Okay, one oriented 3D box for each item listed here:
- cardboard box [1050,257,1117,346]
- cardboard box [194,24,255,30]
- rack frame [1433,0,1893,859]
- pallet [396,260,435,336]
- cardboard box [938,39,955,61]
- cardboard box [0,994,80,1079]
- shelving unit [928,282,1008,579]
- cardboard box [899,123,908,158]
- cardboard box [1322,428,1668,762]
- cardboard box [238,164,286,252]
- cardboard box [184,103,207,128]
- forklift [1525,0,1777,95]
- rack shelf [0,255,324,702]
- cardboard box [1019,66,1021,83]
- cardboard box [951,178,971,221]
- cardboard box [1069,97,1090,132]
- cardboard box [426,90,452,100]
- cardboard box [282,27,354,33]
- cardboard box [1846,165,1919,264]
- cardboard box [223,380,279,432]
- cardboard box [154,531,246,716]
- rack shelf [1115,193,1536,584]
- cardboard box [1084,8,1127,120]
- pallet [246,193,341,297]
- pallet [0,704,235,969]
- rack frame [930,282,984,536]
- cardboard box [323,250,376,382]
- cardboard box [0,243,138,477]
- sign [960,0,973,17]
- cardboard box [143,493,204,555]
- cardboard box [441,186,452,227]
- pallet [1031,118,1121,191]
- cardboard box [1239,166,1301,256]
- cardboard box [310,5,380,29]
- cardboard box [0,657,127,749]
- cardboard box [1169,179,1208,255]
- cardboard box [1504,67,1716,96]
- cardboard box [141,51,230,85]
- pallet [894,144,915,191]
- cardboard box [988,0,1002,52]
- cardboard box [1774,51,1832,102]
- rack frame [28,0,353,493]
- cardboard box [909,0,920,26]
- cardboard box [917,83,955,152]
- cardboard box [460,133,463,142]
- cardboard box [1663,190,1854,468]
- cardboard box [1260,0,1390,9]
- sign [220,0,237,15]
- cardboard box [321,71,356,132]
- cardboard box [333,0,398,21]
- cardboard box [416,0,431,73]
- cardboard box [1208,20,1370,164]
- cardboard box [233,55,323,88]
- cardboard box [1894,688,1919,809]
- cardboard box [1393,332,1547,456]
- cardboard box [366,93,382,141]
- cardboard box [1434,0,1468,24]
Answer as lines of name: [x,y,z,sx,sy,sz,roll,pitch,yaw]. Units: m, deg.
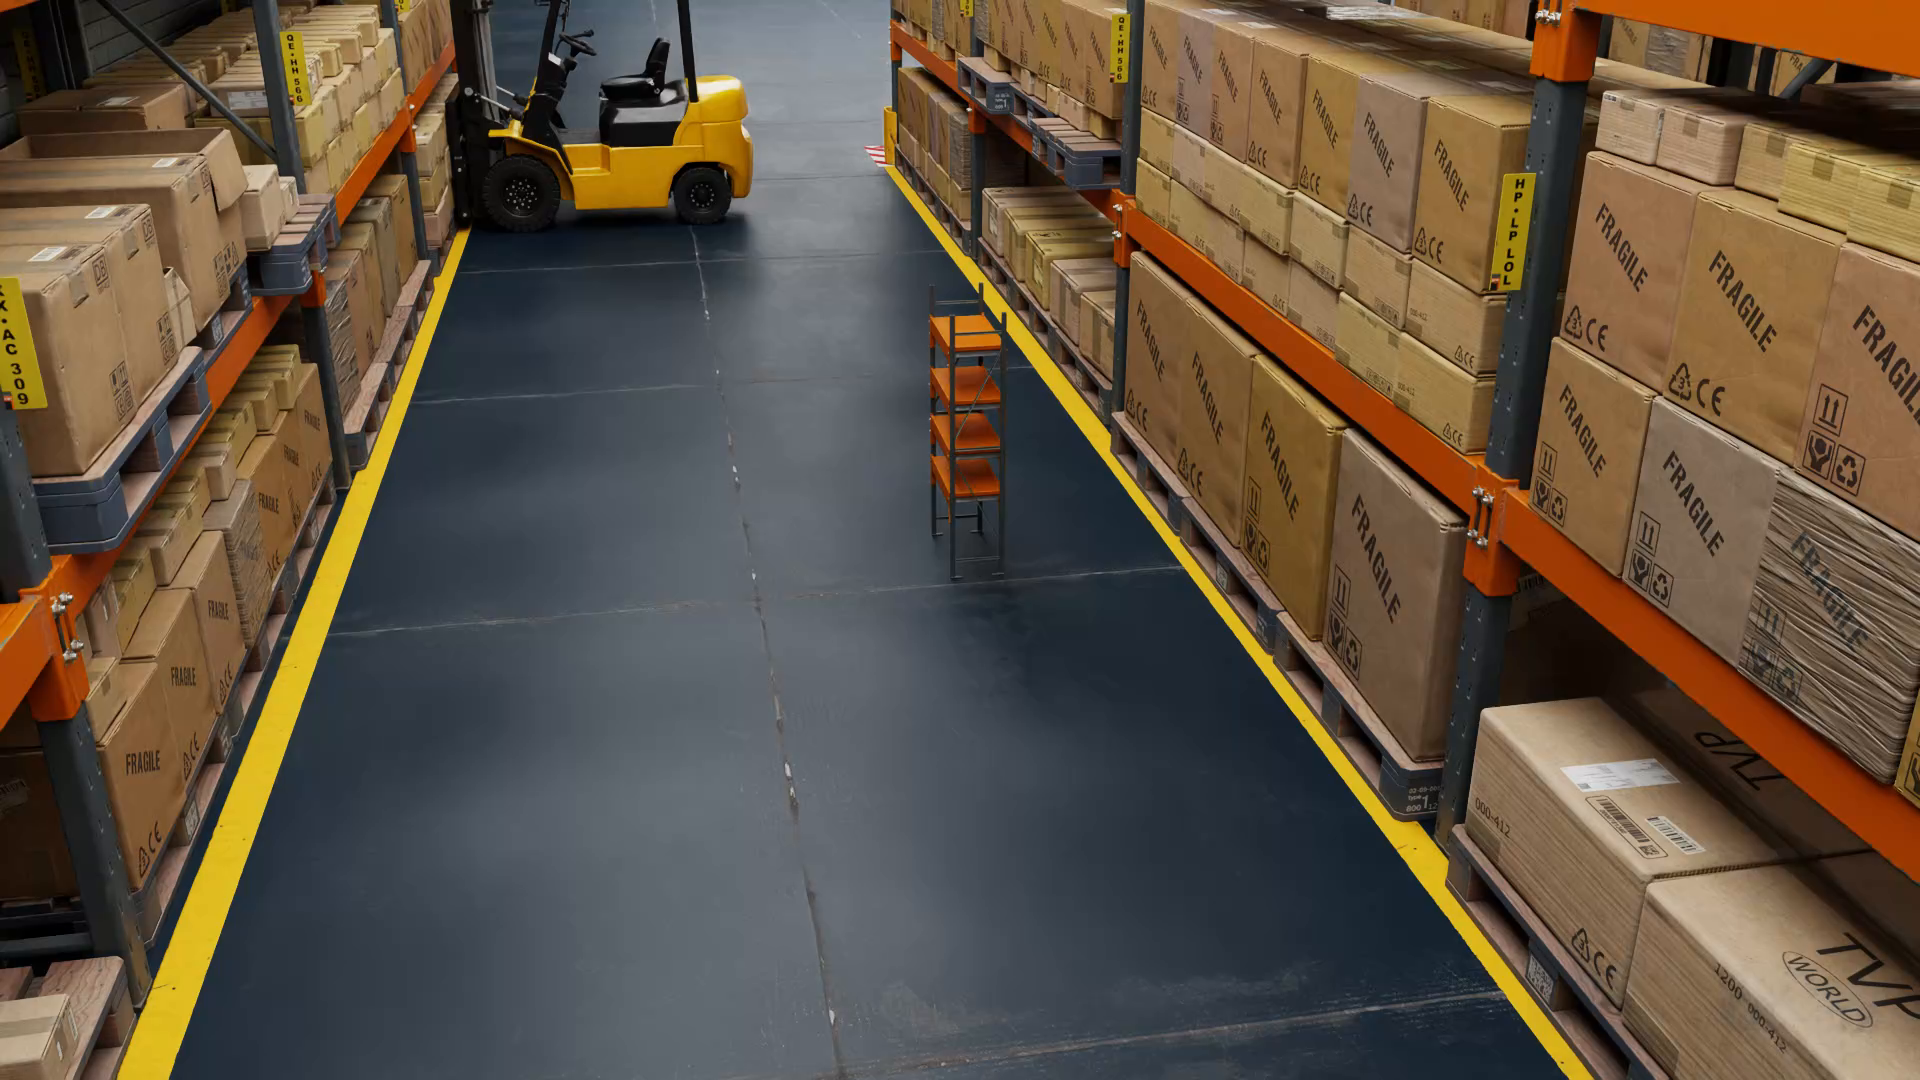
cardboard box: [1.084,-1.474,10.135,0.950,0.372,0.625,-5,24,-11]
cardboard box: [-4.307,-2.960,9.844,0.380,0.149,0.250,-4,24,-10]
rack frame: [2.063,-0.399,4.917,1.000,3.000,0.127,-4,24,-10]
pallet: [-4.119,-1.612,11.178,1.003,0.211,1.213,-4,24,-10]
cardboard box: [0.034,-3.934,13.324,0.380,0.149,0.250,-5,24,-11]
cardboard box: [-2.423,1.281,4.107,0.380,0.149,0.250,-5,24,-11]
shelving unit: [0.031,-0.485,7.361,0.258,1.200,0.503,-4,24,-10]
cardboard box: [-0.279,-3.714,15.417,0.500,0.250,0.500,-5,24,-10]
cardboard box: [1.870,0.144,5.803,0.875,0.875,0.875,-4,24,-8]
cardboard box: [-3.041,-1.337,6.725,0.500,0.250,0.500,-5,24,-12]
cardboard box: [-3.910,-1.920,7.962,0.500,0.250,0.500,-4,24,-9]
forklift: [3.272,-1.783,8.170,1.130,2.935,3.031,9,25,19]
rack shelf: [-3.184,-0.487,6.017,1.077,0.370,4.000,-4,24,-10]
cardboard box: [0.591,-2.976,10.606,0.380,0.149,0.250,-4,24,-9]
cardboard box: [0.210,-2.691,13.075,0.500,0.250,0.500,-3,24,-7]
cardboard box: [0.820,-2.357,9.189,0.380,0.149,0.250,-5,24,-10]
cardboard box: [-4.438,-3.585,13.872,0.500,0.250,0.500,-4,24,-9]
cardboard box: [-3.747,-2.902,9.711,0.380,0.149,0.250,-4,24,-9]
cardboard box: [2.025,-0.651,3.309,0.380,0.149,0.250,-5,24,-11]
cardboard box: [-3.128,-0.561,7.074,0.380,0.149,0.250,-5,24,-12]
cardboard box: [-2.879,0.310,5.890,0.500,0.500,0.500,-5,24,-11]
rack shelf: [1.693,-0.856,6.862,1.077,0.370,4.000,-4,24,-10]
cardboard box: [0.966,-2.505,8.718,0.500,0.500,0.500,-5,24,-11]
pallet: [-3.360,-1.254,7.114,1.213,0.211,1.003,-4,24,-10]
pallet: [-3.002,0.930,5.356,1.003,0.211,1.213,-4,24,-10]
rack frame: [-0.014,-0.581,7.581,0.240,1.200,0.015,-4,24,-10]
cardboard box: [-3.785,-1.211,9.217,0.875,0.625,0.625,-4,24,-8]
cardboard box: [-2.684,-0.476,4.442,0.700,0.500,0.500,-4,24,-8]
sign: [0.052,-3.900,11.849,0.100,0.325,0.005,-4,24,-10]
cardboard box: [-2.922,-0.044,5.892,0.380,0.149,0.250,-3,24,-8]
cardboard box: [-4.167,-2.523,12.690,0.500,0.250,0.500,-5,24,-11]
pallet: [1.087,-2.157,9.181,1.213,0.211,1.003,-4,24,-10]
cardboard box: [1.430,-1.315,6.575,0.500,0.250,0.500,-4,24,-9]
cardboard box: [-4.012,-3.402,10.857,0.380,0.149,0.250,-3,24,-8]
cardboard box: [-2.619,0.465,4.727,0.380,0.149,0.250,-3,24,-7]
cardboard box: [1.279,-1.492,7.606,0.500,0.250,0.500,-5,24,-11]
cardboard box: [2.143,-1.296,5.595,0.500,0.500,0.500,-4,24,-10]
cardboard box: [-4.045,-2.461,8.701,0.380,0.149,0.250,-4,24,-10]
pallet: [-0.026,-3.489,15.476,1.003,0.211,1.213,-4,24,-10]
cardboard box: [0.482,-3.518,11.036,0.500,0.500,0.500,-4,24,-10]
cardboard box: [5.639,-2.975,10.689,0.500,0.500,0.500,-5,24,-11]
rack frame: [-3.554,-1.604,7.674,1.000,3.000,0.127,-4,24,-10]
cardboard box: [-0.147,-4.691,14.246,0.500,0.500,0.500,-5,24,-11]
cardboard box: [-0.088,-3.645,14.322,0.500,0.500,0.500,-4,24,-9]
cardboard box: [-4.438,-3.344,13.945,0.500,0.250,0.500,-5,24,-11]
cardboard box: [2.000,-0.499,3.771,0.500,0.500,0.500,-5,24,-10]
cardboard box: [1.676,-2.293,7.878,0.500,0.500,0.500,-5,24,-11]
sign: [-4.839,-3.569,10.992,0.100,0.325,0.005,-4,24,-10]
cardboard box: [-3.567,-2.361,8.971,0.500,0.250,0.500,-5,24,-11]
cardboard box: [-4.094,-3.665,11.459,0.380,0.149,0.250,-5,24,-11]
cardboard box: [-4.327,-3.820,12.623,0.500,0.500,0.500,-5,24,-10]
cardboard box: [1.356,-1.866,6.900,0.500,0.500,0.500,-4,24,-8]
cardboard box: [-3.508,-2.400,8.562,0.380,0.149,0.250,-4,24,-9]
cardboard box: [2.162,0.356,3.063,0.500,0.500,0.500,-4,24,-8]
cardboard box: [1.732,-0.488,5.308,0.500,0.250,0.500,-5,24,-11]
cardboard box: [-3.783,-2.535,9.993,0.500,0.250,0.500,-4,24,-9]
cardboard box: [4.906,-5.007,15.280,0.875,0.550,0.550,-4,24,-10]
